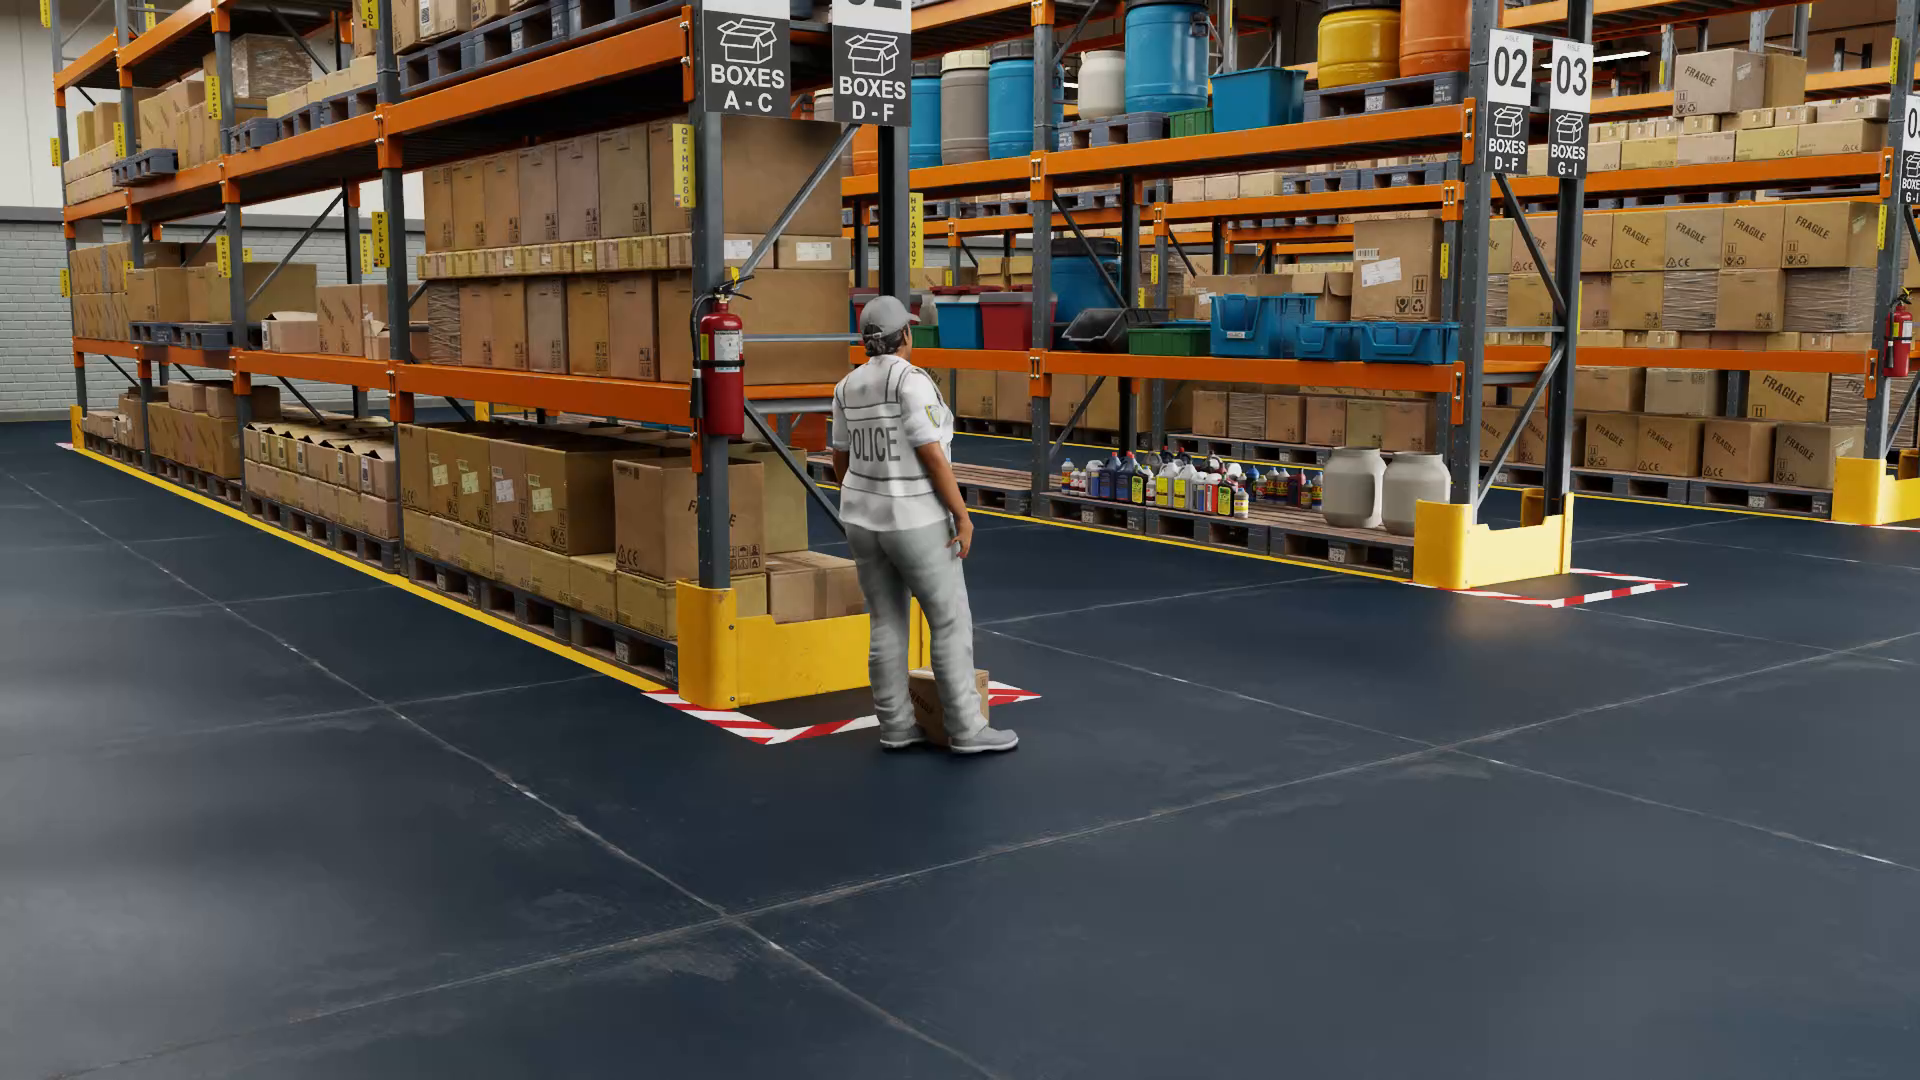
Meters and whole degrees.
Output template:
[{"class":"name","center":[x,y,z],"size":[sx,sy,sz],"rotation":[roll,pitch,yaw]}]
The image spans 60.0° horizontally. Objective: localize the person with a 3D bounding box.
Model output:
[{"class":"person","center":[-0.151,-0.055,6.123],"size":[0.598,1.670,0.529],"rotation":[7,10,40]}]
